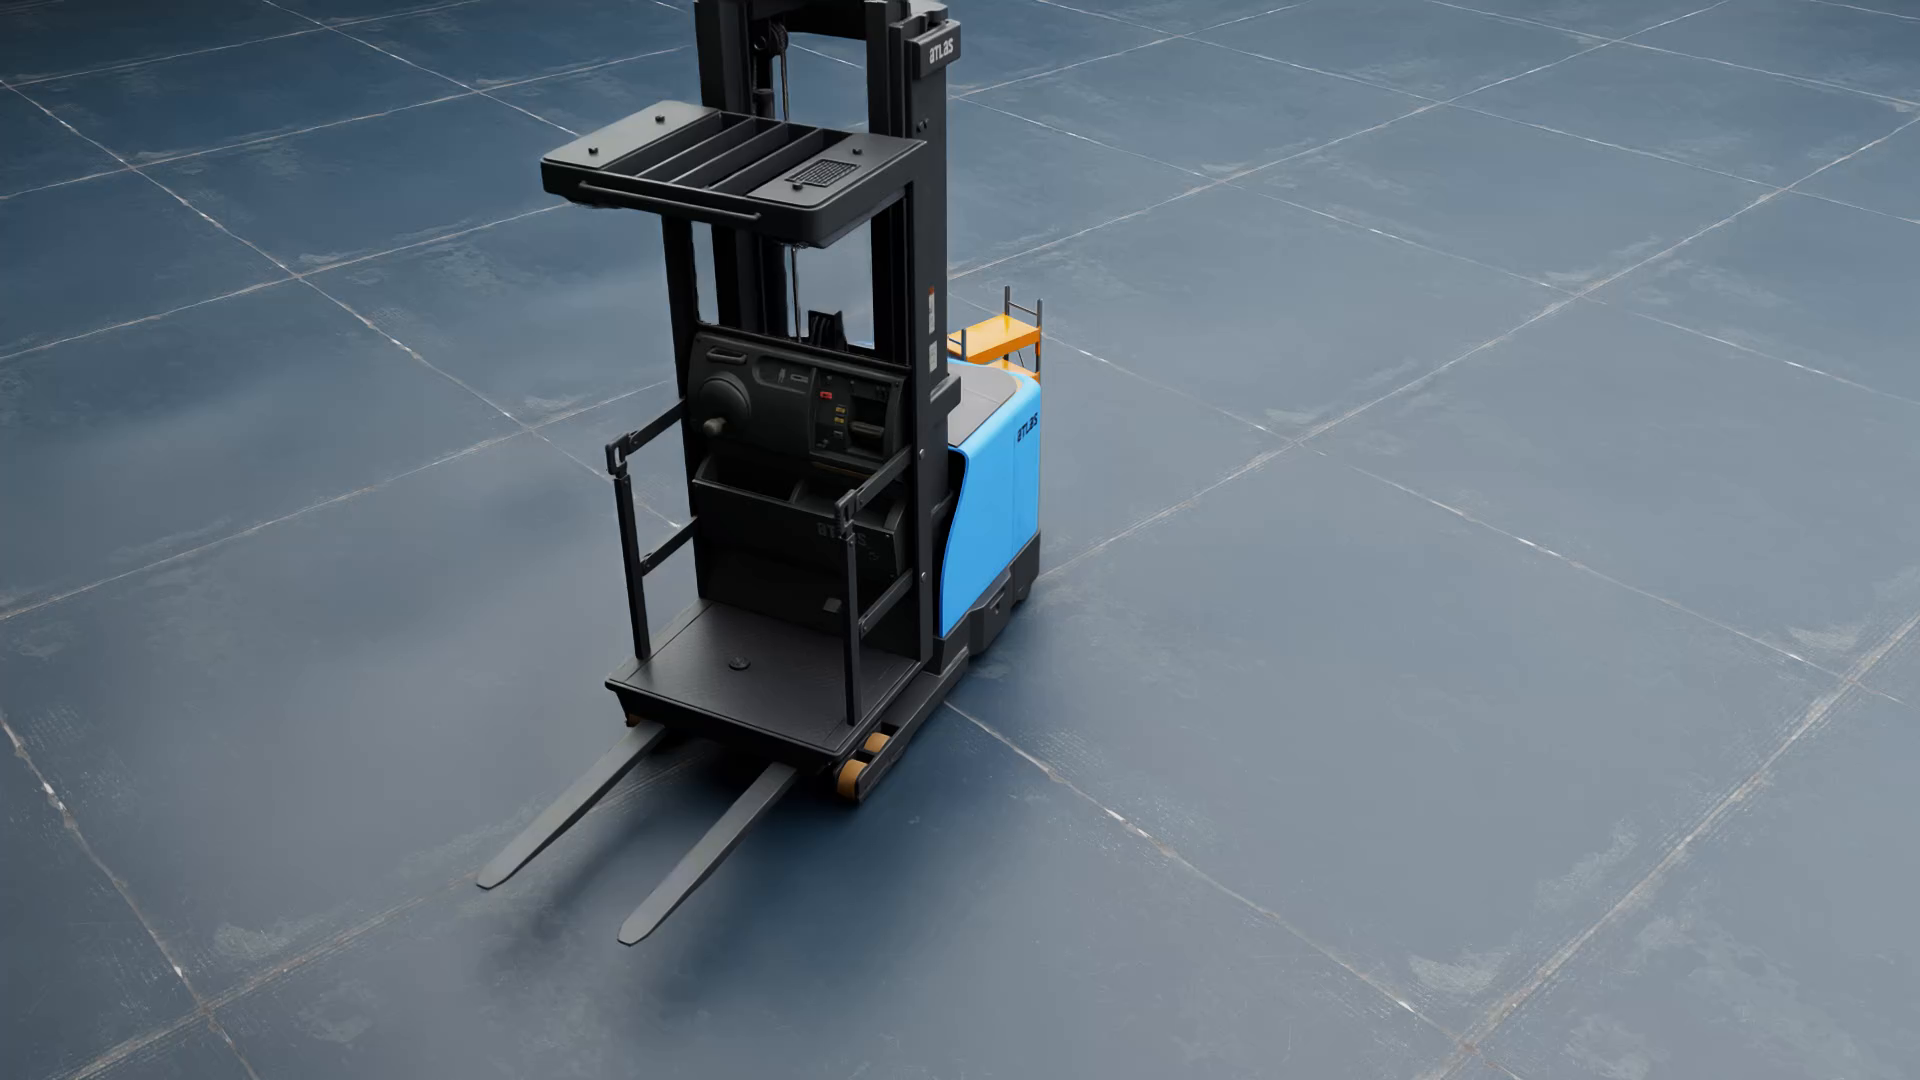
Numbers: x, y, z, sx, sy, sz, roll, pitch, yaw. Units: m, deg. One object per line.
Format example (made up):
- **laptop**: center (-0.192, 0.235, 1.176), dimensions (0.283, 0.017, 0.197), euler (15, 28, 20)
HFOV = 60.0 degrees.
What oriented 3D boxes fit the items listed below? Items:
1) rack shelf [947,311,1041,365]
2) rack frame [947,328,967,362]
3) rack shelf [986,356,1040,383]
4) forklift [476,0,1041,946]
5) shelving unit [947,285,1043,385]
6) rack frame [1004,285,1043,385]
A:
- **rack shelf**: center (0.122, -0.907, 7.829), dimensions (0.480, 0.148, 0.258), euler (-26, 40, -36)
- **rack frame**: center (-0.057, -0.485, 7.892), dimensions (0.015, 1.200, 0.240), euler (-26, 40, -36)
- **rack shelf**: center (0.122, -0.705, 7.953), dimensions (0.480, 0.148, 0.258), euler (-26, 40, -36)
- **forklift**: center (-0.733, -0.481, 6.227), dimensions (1.130, 2.935, 3.031), euler (15, 34, 22)
- **shelving unit**: center (0.122, -0.571, 8.034), dimensions (0.503, 1.200, 0.258), euler (-26, 40, -36)
- **rack frame**: center (0.301, -0.658, 8.176), dimensions (0.015, 1.200, 0.240), euler (-26, 40, -36)
